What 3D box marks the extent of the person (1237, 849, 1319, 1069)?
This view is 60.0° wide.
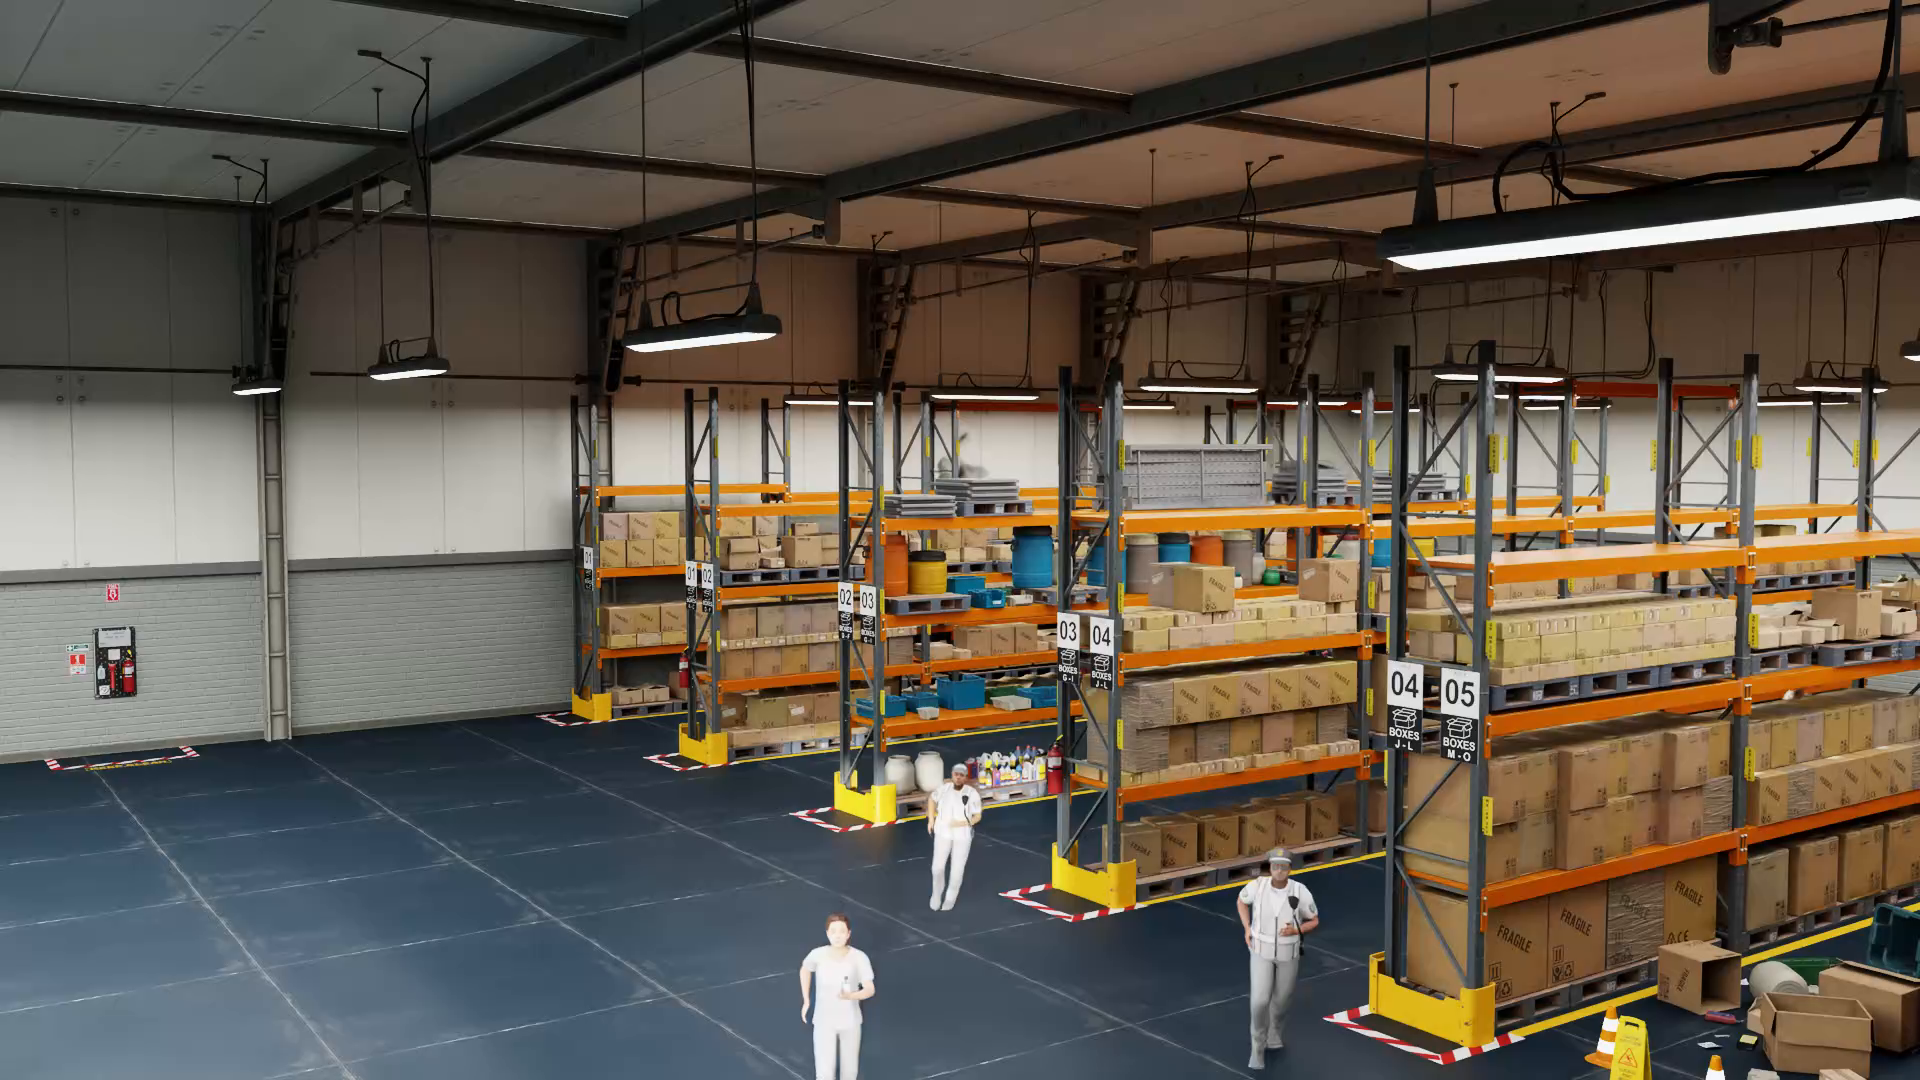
[{"bbox_3d":[2.640,3.472,13.839,0.663,1.872,0.681,1,3,8],"label":"person"}]

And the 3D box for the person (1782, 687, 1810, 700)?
[{"bbox_3d":[12.116,2.845,24.131,0.769,1.818,0.690,-3,4,-38],"label":"person"}]

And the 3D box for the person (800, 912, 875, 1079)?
[{"bbox_3d":[-0.899,3.574,12.195,0.547,1.699,0.881,0,3,-4],"label":"person"}]

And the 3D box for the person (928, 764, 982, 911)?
[{"bbox_3d":[-0.062,3.265,18.192,0.598,1.618,0.613,0,3,3],"label":"person"}]
